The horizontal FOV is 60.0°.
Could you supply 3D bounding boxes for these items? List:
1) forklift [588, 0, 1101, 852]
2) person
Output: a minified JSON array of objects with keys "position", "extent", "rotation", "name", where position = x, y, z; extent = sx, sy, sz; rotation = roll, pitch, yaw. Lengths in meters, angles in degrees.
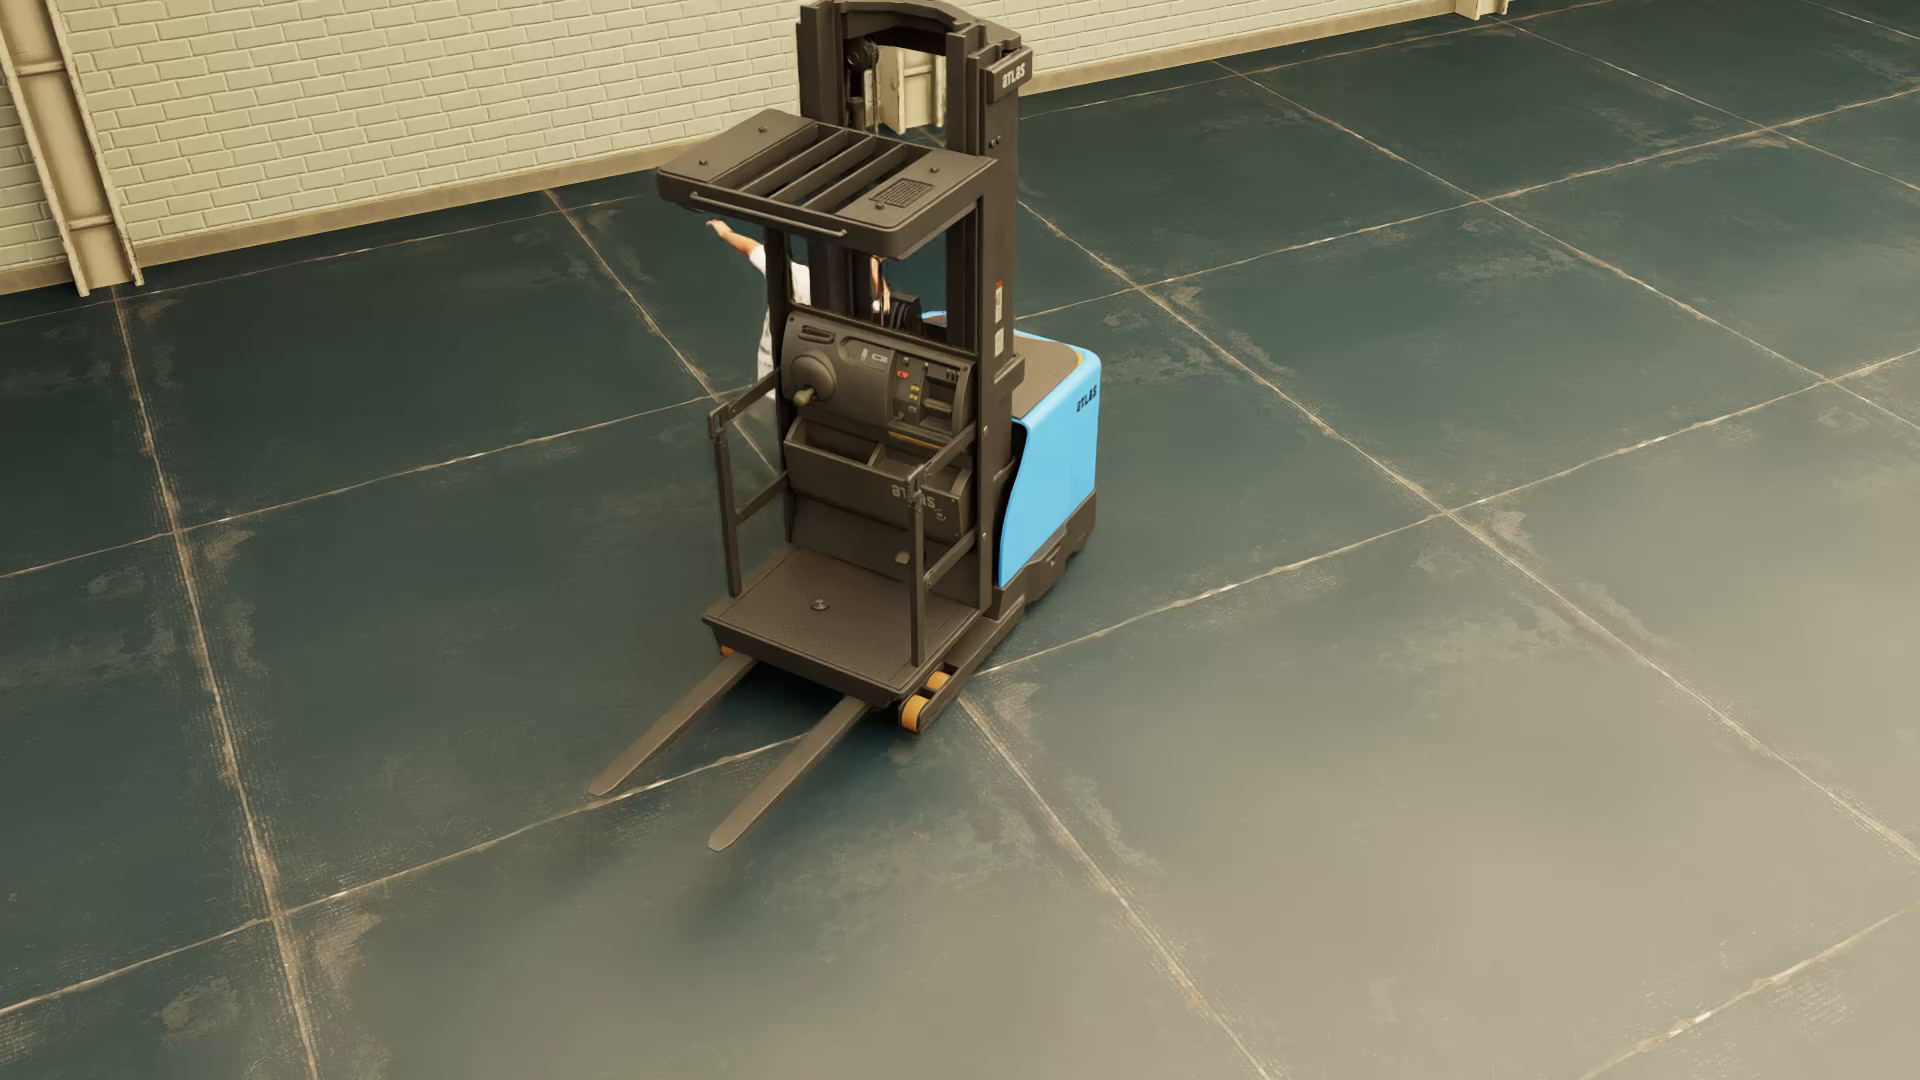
[{"position":[-0.476,-0.640,7.028],"extent":[1.130,2.935,3.031],"rotation":[19,39,24],"name":"forklift"},{"position":[-0.767,-1.004,8.870],"extent":[0.750,1.453,1.506],"rotation":[-25,42,-31],"name":"person"}]
